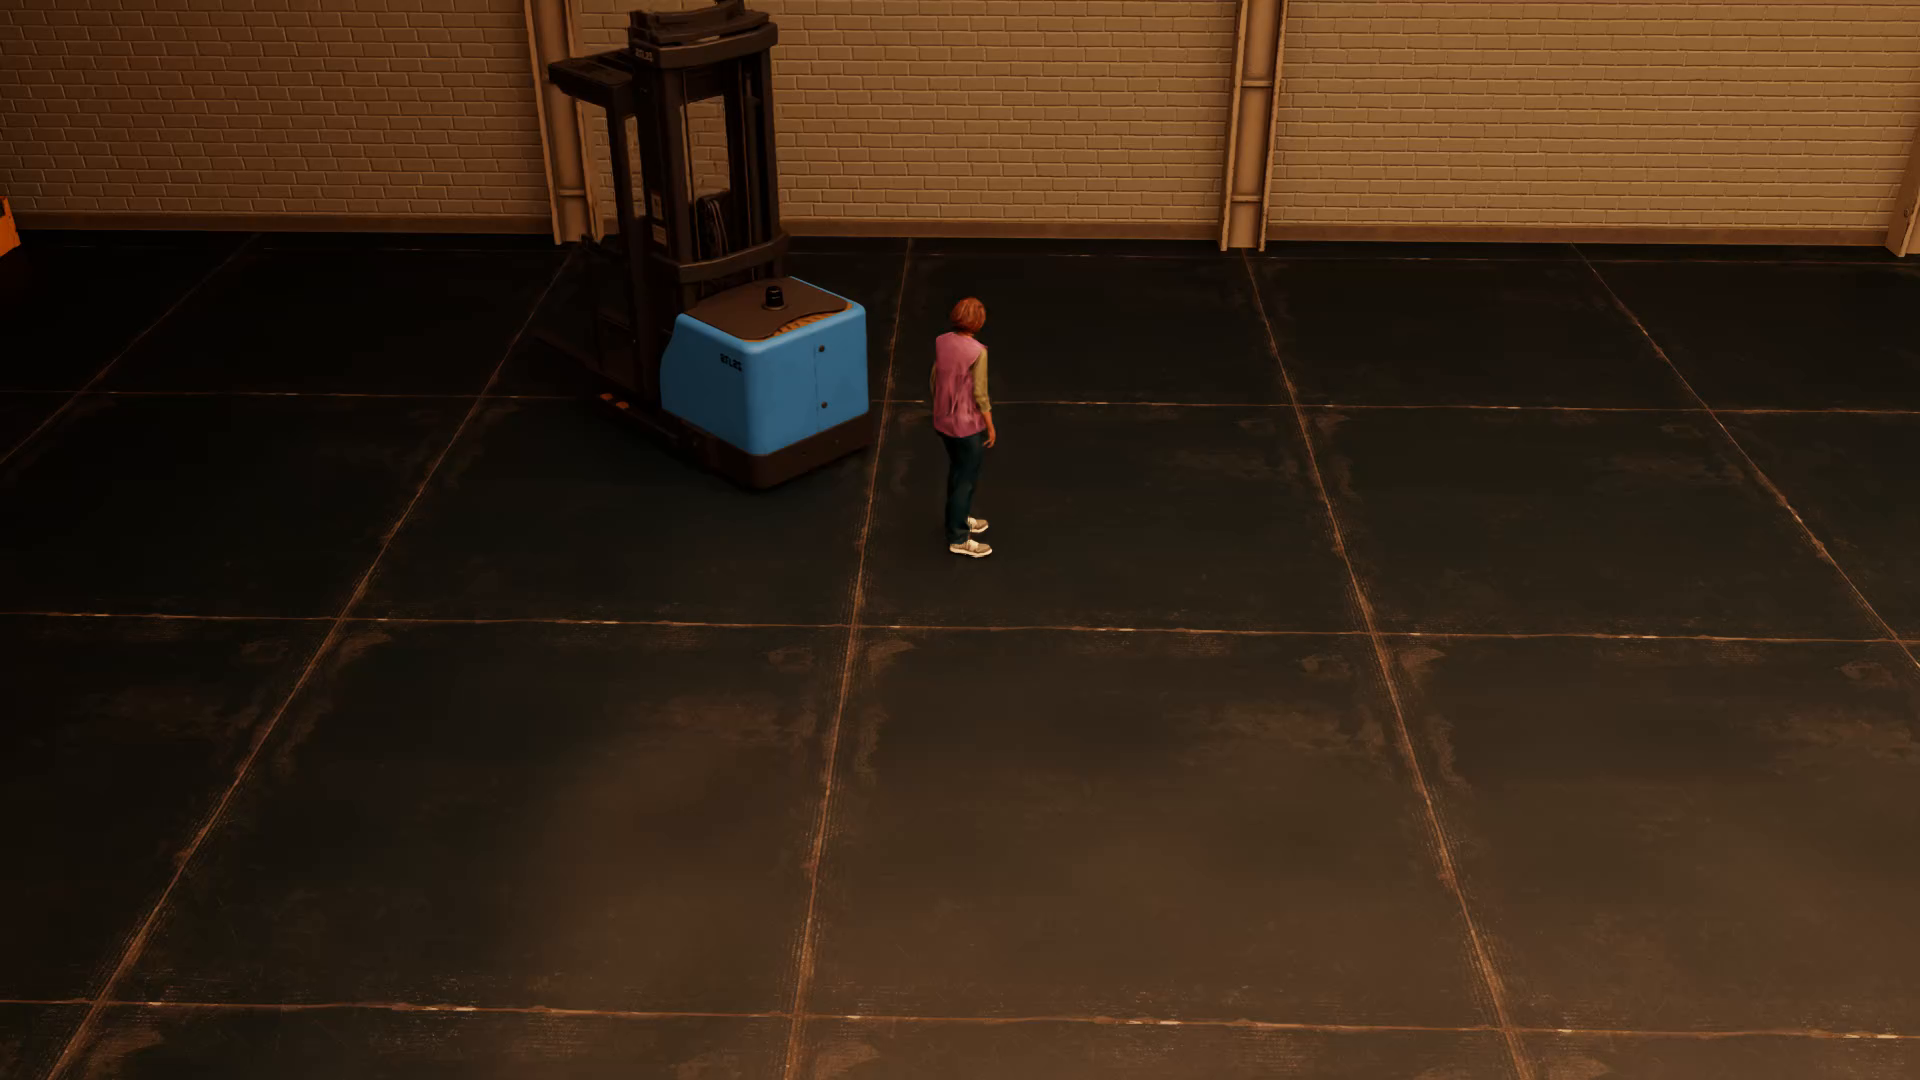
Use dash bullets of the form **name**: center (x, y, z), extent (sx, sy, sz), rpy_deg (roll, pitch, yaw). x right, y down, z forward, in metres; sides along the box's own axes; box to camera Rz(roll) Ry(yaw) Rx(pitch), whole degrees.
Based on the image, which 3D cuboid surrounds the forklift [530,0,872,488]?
- **forklift**: center (-2.005, -2.250, 11.429), extent (1.130, 2.935, 3.031), rpy_deg (-27, 40, -37)

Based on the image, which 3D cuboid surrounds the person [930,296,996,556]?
- **person**: center (0.024, -0.695, 10.113), extent (0.525, 1.592, 0.417), rpy_deg (27, 40, 37)
